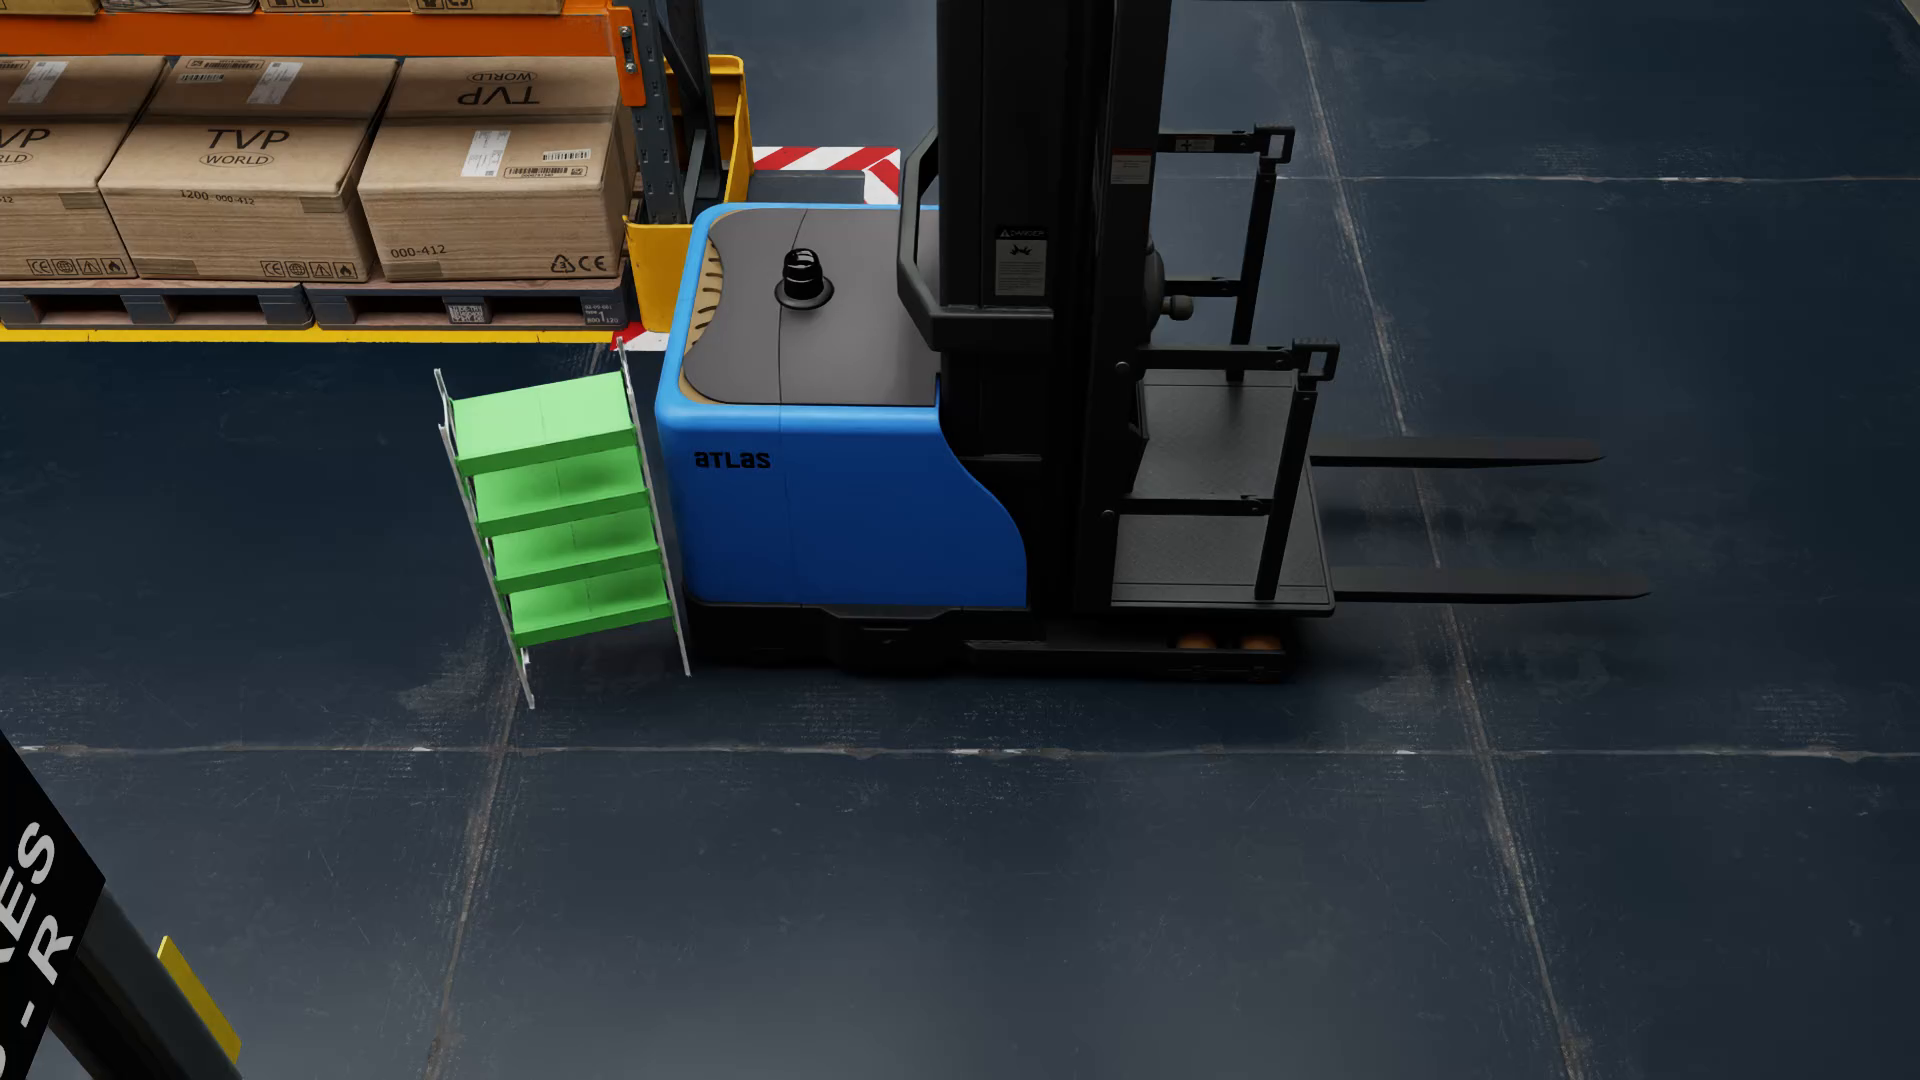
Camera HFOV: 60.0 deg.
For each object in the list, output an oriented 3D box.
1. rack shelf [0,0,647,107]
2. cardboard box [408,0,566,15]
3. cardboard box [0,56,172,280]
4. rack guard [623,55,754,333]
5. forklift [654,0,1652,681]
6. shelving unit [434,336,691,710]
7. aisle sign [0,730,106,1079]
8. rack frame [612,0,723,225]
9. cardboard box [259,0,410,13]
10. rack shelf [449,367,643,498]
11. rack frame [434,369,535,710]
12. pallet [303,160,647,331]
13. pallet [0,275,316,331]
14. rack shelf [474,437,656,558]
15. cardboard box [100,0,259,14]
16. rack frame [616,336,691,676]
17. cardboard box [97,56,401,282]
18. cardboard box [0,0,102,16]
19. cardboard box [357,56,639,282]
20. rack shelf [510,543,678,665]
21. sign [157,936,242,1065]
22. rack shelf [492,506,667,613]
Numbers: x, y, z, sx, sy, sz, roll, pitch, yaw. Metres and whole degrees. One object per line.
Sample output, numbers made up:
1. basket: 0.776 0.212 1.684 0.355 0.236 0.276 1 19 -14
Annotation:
1. rack shelf: -3.084 -2.009 5.980 4.000 0.370 1.077 0 47 0
2. cardboard box: -1.567 -2.090 5.496 0.500 0.500 0.500 0 47 0
3. cardboard box: -3.561 -1.447 6.429 0.875 0.438 0.875 -1 47 -1
4. rack guard: -1.060 -1.397 6.626 0.348 0.500 1.175 0 47 0
5. forklift: 0.664 -0.949 4.549 3.031 2.935 1.130 1 47 1
6. shelving unit: -1.130 -0.014 4.859 0.503 1.200 0.258 -12 48 -10
7. aisle sign: -1.029 0.284 1.578 0.004 0.787 0.394 0 47 0
8. rack frame: -1.084 -2.248 5.711 0.127 3.000 1.000 0 47 0
9. cardboard box: -2.069 -2.103 5.507 0.500 0.500 0.500 -1 47 -1
10. rack shelf: -1.133 -0.297 4.553 0.480 0.148 0.258 -12 48 -10
11. rack frame: -1.366 0.034 4.816 0.015 1.200 0.240 -12 48 -10
12. pallet: -1.884 -1.243 6.681 1.213 0.211 1.003 0 47 0
13. pallet: -3.101 -1.249 6.686 1.213 0.211 1.003 0 47 0
14. rack shelf: -1.132 -0.134 4.729 0.480 0.148 0.258 -12 48 -10
15. cardboard box: -2.584 -2.097 5.502 0.500 0.500 0.500 1 47 1
16. rack frame: -0.895 -0.063 4.901 0.015 1.200 0.240 -12 48 -10
17. cardboard box: -2.660 -1.444 6.426 0.875 0.438 0.875 1 47 1
18. cardboard box: -3.100 -2.089 5.494 0.500 0.500 0.500 1 47 1
19. cardboard box: -1.744 -1.447 6.429 0.875 0.438 0.875 -1 47 -1
20. rack shelf: -1.128 0.193 5.081 0.480 0.148 0.258 -12 48 -10
21. sign: -1.097 0.693 2.382 0.005 0.325 0.100 0 47 0
22. rack shelf: -1.130 0.029 4.905 0.480 0.148 0.258 -12 48 -10
